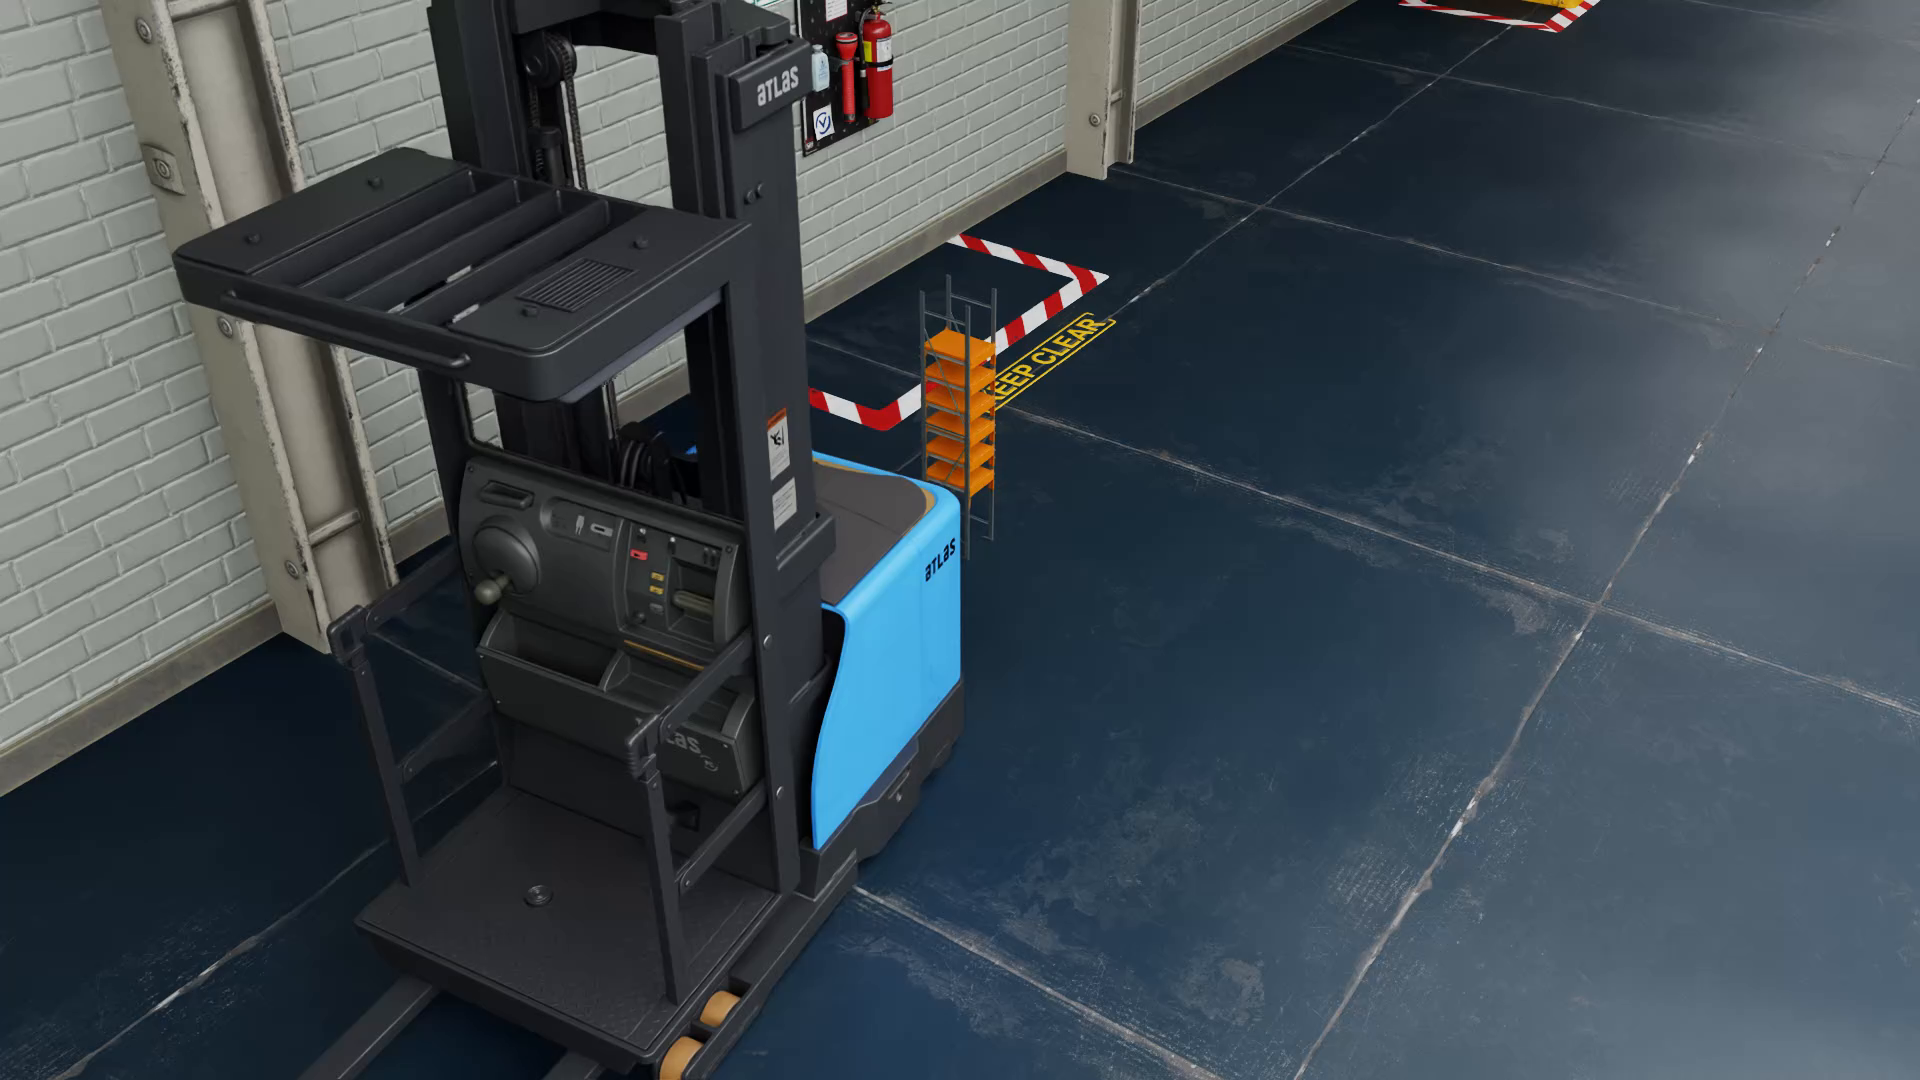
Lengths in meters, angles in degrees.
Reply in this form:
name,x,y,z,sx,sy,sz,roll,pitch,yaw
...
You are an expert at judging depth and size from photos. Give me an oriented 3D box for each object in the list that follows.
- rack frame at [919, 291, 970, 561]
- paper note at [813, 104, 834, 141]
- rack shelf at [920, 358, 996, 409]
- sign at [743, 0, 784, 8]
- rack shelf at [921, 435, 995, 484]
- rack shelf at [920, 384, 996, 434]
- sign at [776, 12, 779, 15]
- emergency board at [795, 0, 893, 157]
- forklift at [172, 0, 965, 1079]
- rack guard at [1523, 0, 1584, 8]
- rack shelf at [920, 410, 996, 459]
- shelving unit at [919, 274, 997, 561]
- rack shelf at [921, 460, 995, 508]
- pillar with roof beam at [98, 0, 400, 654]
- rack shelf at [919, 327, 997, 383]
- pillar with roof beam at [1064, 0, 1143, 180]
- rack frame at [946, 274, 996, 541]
name,x,y,z,sx,sy,sz,roll,pitch,yaw
rack frame,-0.060,-0.448,6.842,0.240,1.200,0.006,21,39,28
paper note,-0.697,-2.141,8.525,0.016,0.148,0.142,21,39,28
rack shelf,-0.008,-0.652,6.794,0.258,0.103,0.180,21,39,28
sign,-0.929,-2.577,7.879,0.001,0.109,0.331,21,39,28
rack shelf,-0.008,-0.354,6.996,0.258,0.103,0.180,21,39,28
rack shelf,-0.008,-0.553,6.862,0.258,0.103,0.180,21,39,28
sign,-0.939,-2.359,8.028,0.001,0.329,0.234,21,39,28
emergency board,-0.539,-2.565,8.366,0.194,1.169,0.643,21,39,28
forklift,-1.110,0.117,4.460,1.130,2.935,3.031,16,37,22
rack guard,4.677,-4.853,13.980,1.175,0.500,0.348,21,39,28
rack shelf,-0.008,-0.454,6.929,0.258,0.103,0.180,21,39,28
shelving unit,-0.008,-0.490,6.904,0.258,1.200,0.189,21,39,28
rack shelf,-0.008,-0.255,7.063,0.258,0.103,0.180,21,39,28
pillar with roof beam,1.017,-2.039,2.233,9.100,9.000,0.400,21,39,28
rack shelf,-0.008,-0.752,6.727,0.258,0.103,0.180,21,39,28
pillar with roof beam,4.438,-4.801,6.316,9.100,9.000,0.400,21,39,28
rack frame,0.044,-0.532,6.966,0.240,1.200,0.006,21,39,28
